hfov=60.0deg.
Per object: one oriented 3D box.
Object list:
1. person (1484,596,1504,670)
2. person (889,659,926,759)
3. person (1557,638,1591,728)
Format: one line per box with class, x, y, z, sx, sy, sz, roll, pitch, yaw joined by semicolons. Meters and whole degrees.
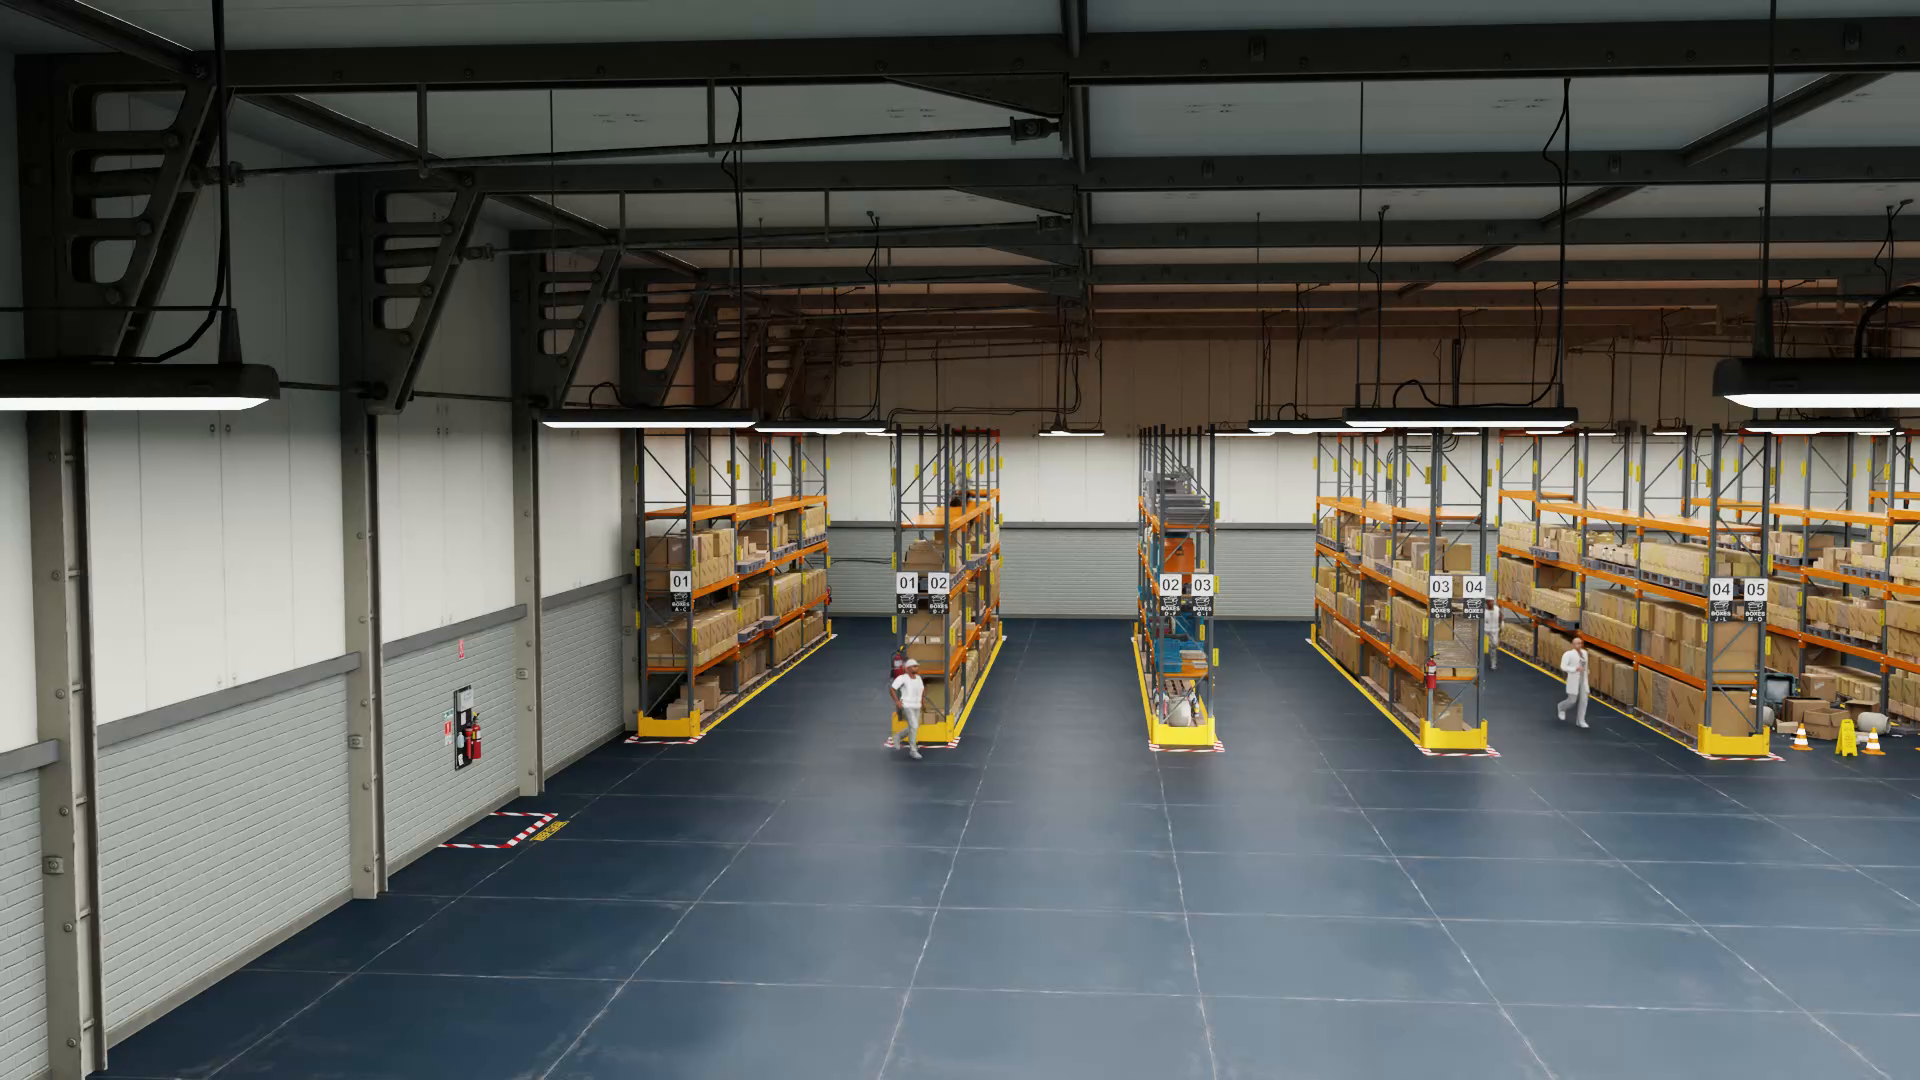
person;13.254;2.298;41.598;0.697;1.814;0.978;1;4;9
person;-0.899;3.030;30.075;0.765;1.750;0.730;3;5;43
person;12.252;2.818;33.110;0.716;1.753;0.901;-1;4;-14
